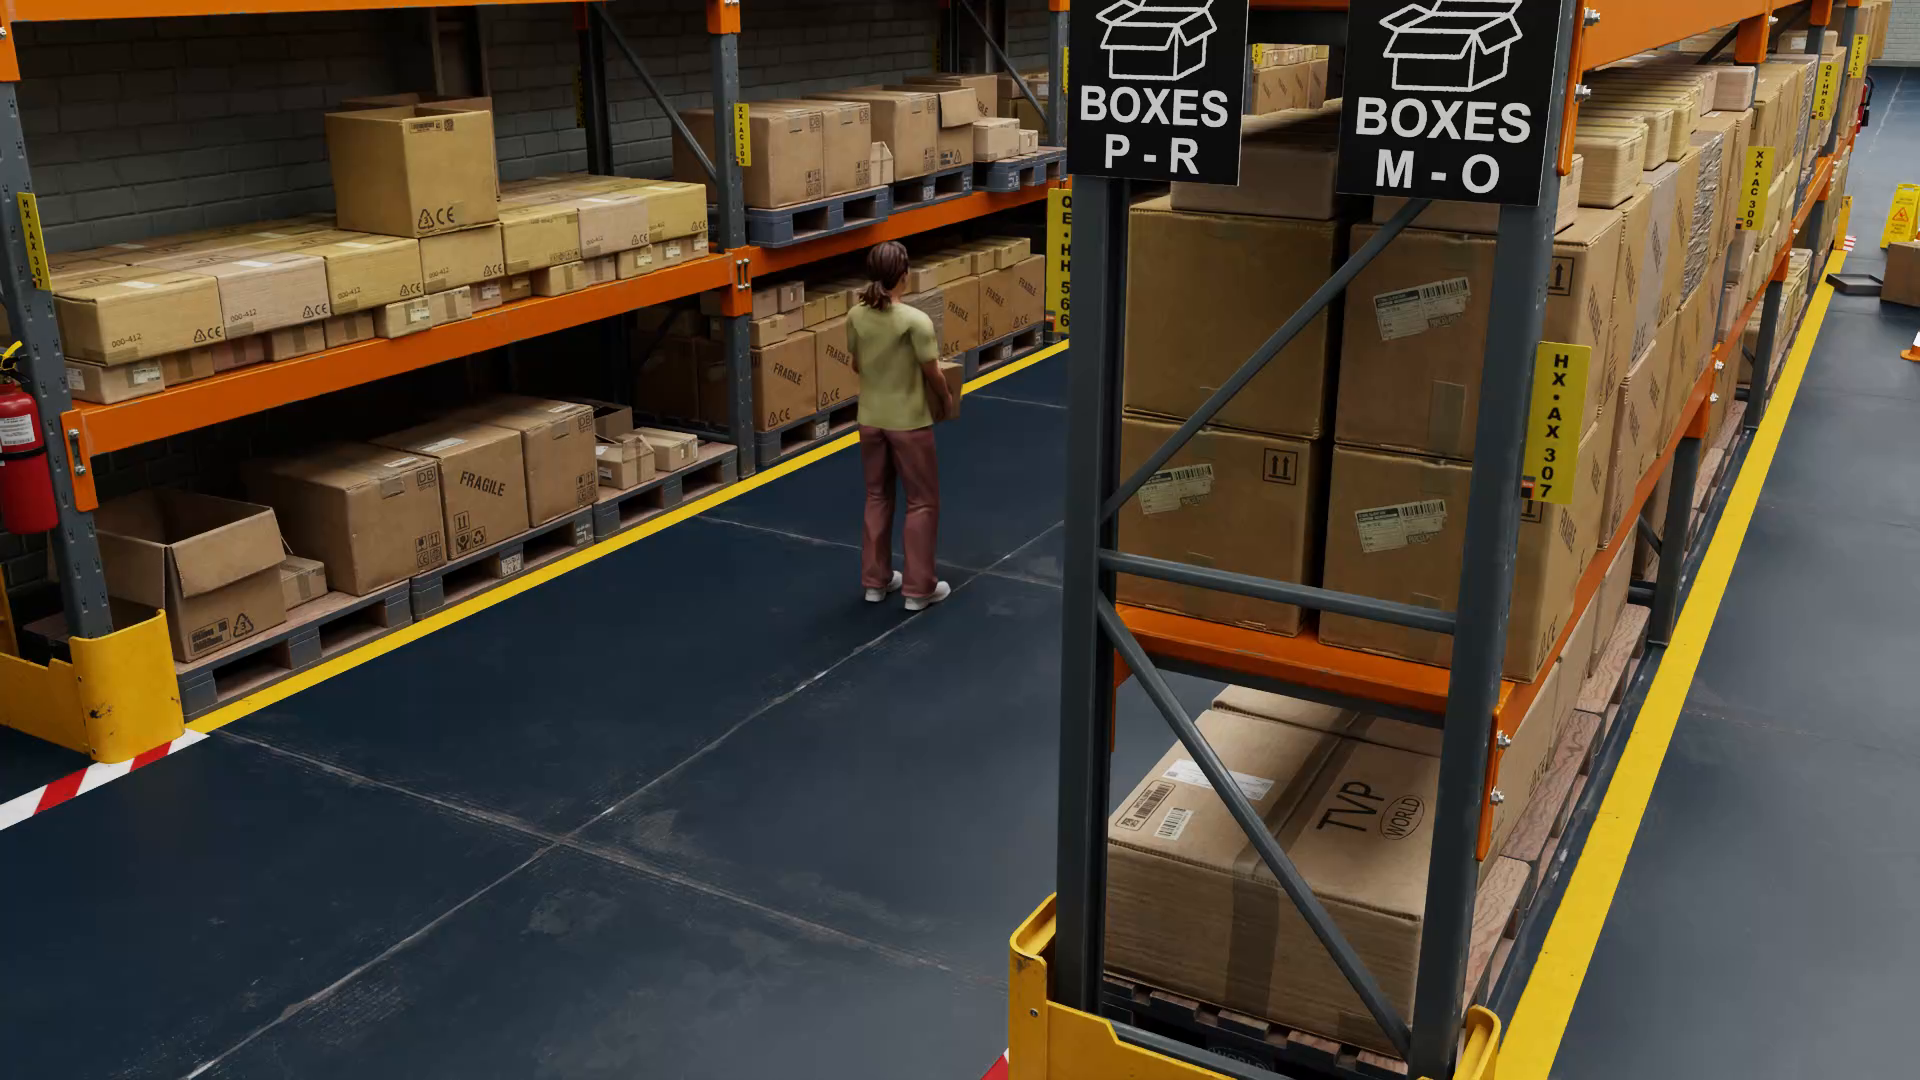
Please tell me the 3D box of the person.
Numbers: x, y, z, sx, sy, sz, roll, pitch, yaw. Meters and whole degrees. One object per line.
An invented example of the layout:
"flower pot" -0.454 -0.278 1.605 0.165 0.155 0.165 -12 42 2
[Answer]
"person" -0.264 -0.527 7.557 0.459 1.674 0.499 10 22 27
